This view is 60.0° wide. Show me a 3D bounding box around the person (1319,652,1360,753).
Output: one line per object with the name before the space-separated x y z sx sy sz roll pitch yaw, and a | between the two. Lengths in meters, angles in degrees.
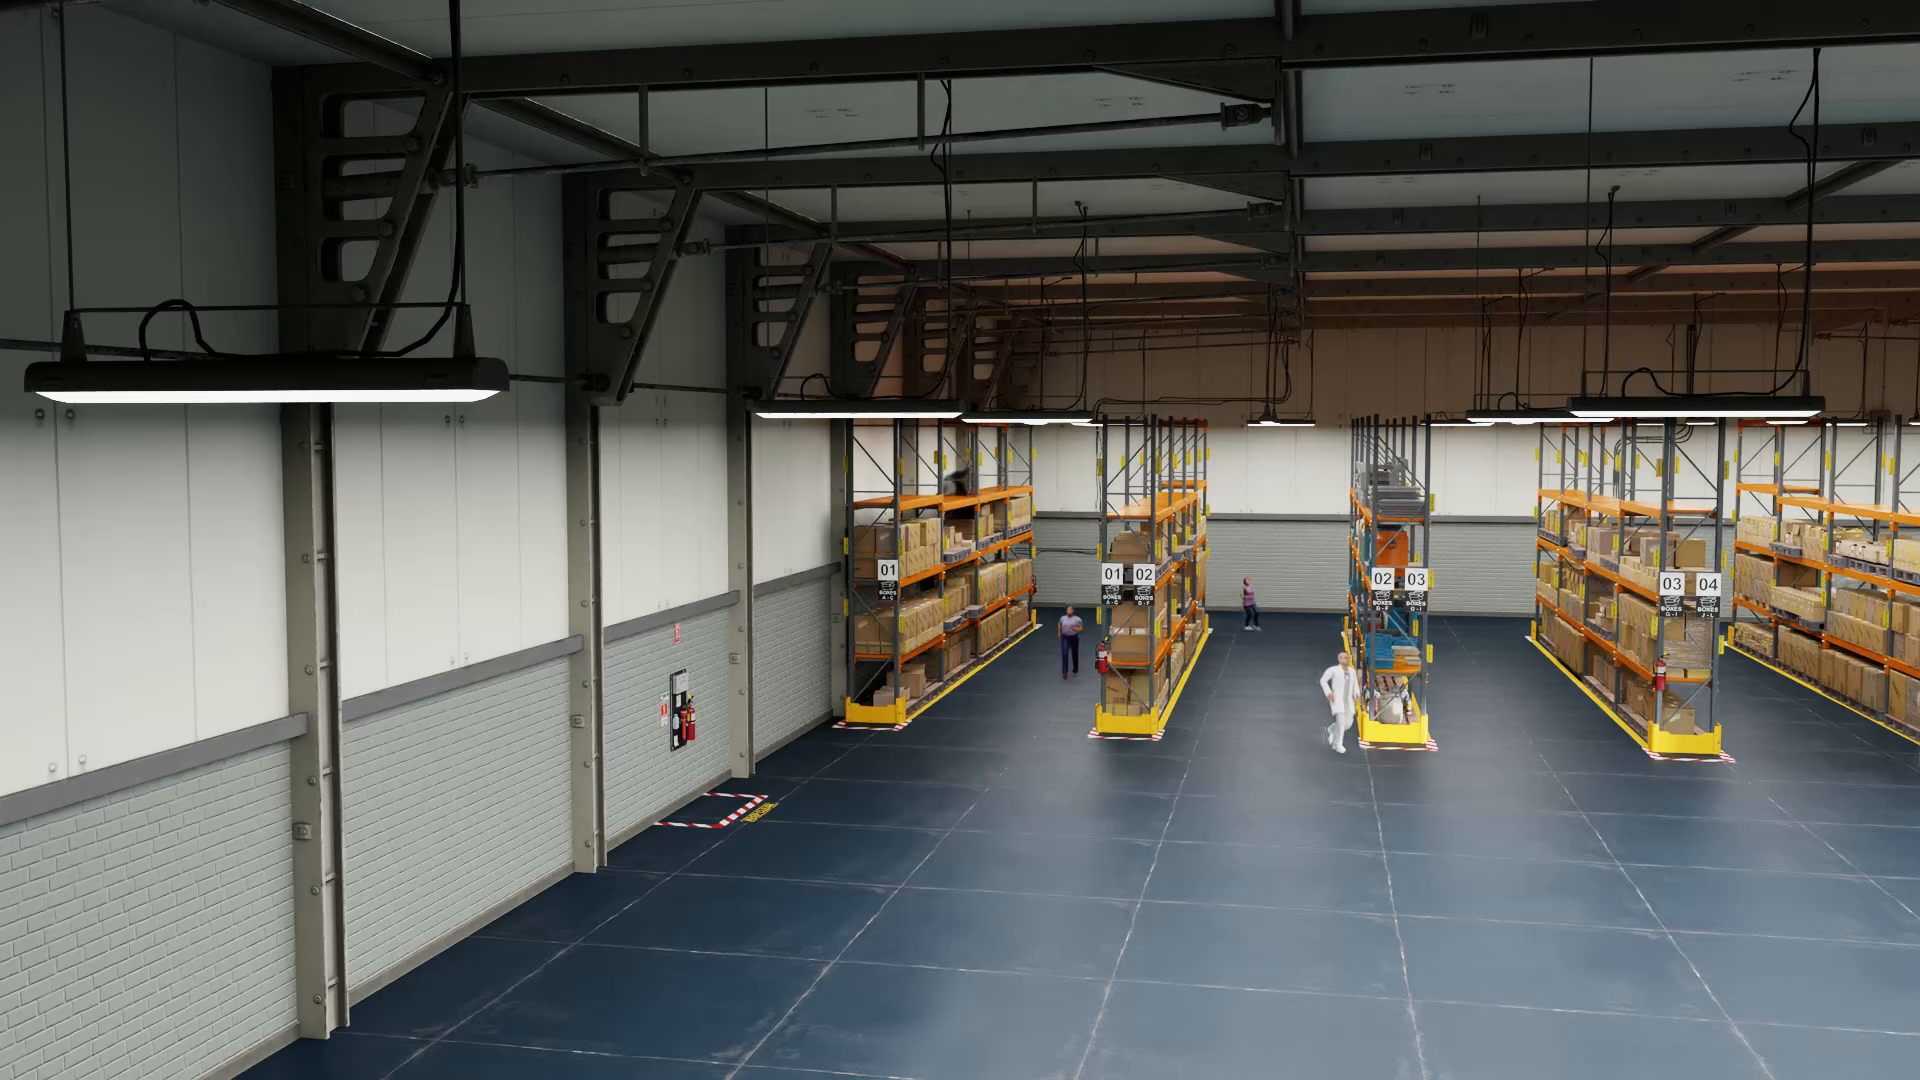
person | 6.827 2.890 29.754 0.759 1.744 0.651 -1 4 -18

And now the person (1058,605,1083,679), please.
person | 2.542 2.328 38.354 0.601 1.648 0.915 1 4 9

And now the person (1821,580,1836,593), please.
person | 23.207 1.868 44.734 0.710 1.815 0.676 0 4 2

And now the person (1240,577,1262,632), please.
person | 8.152 1.819 47.038 0.626 1.557 0.612 -2 4 -31
